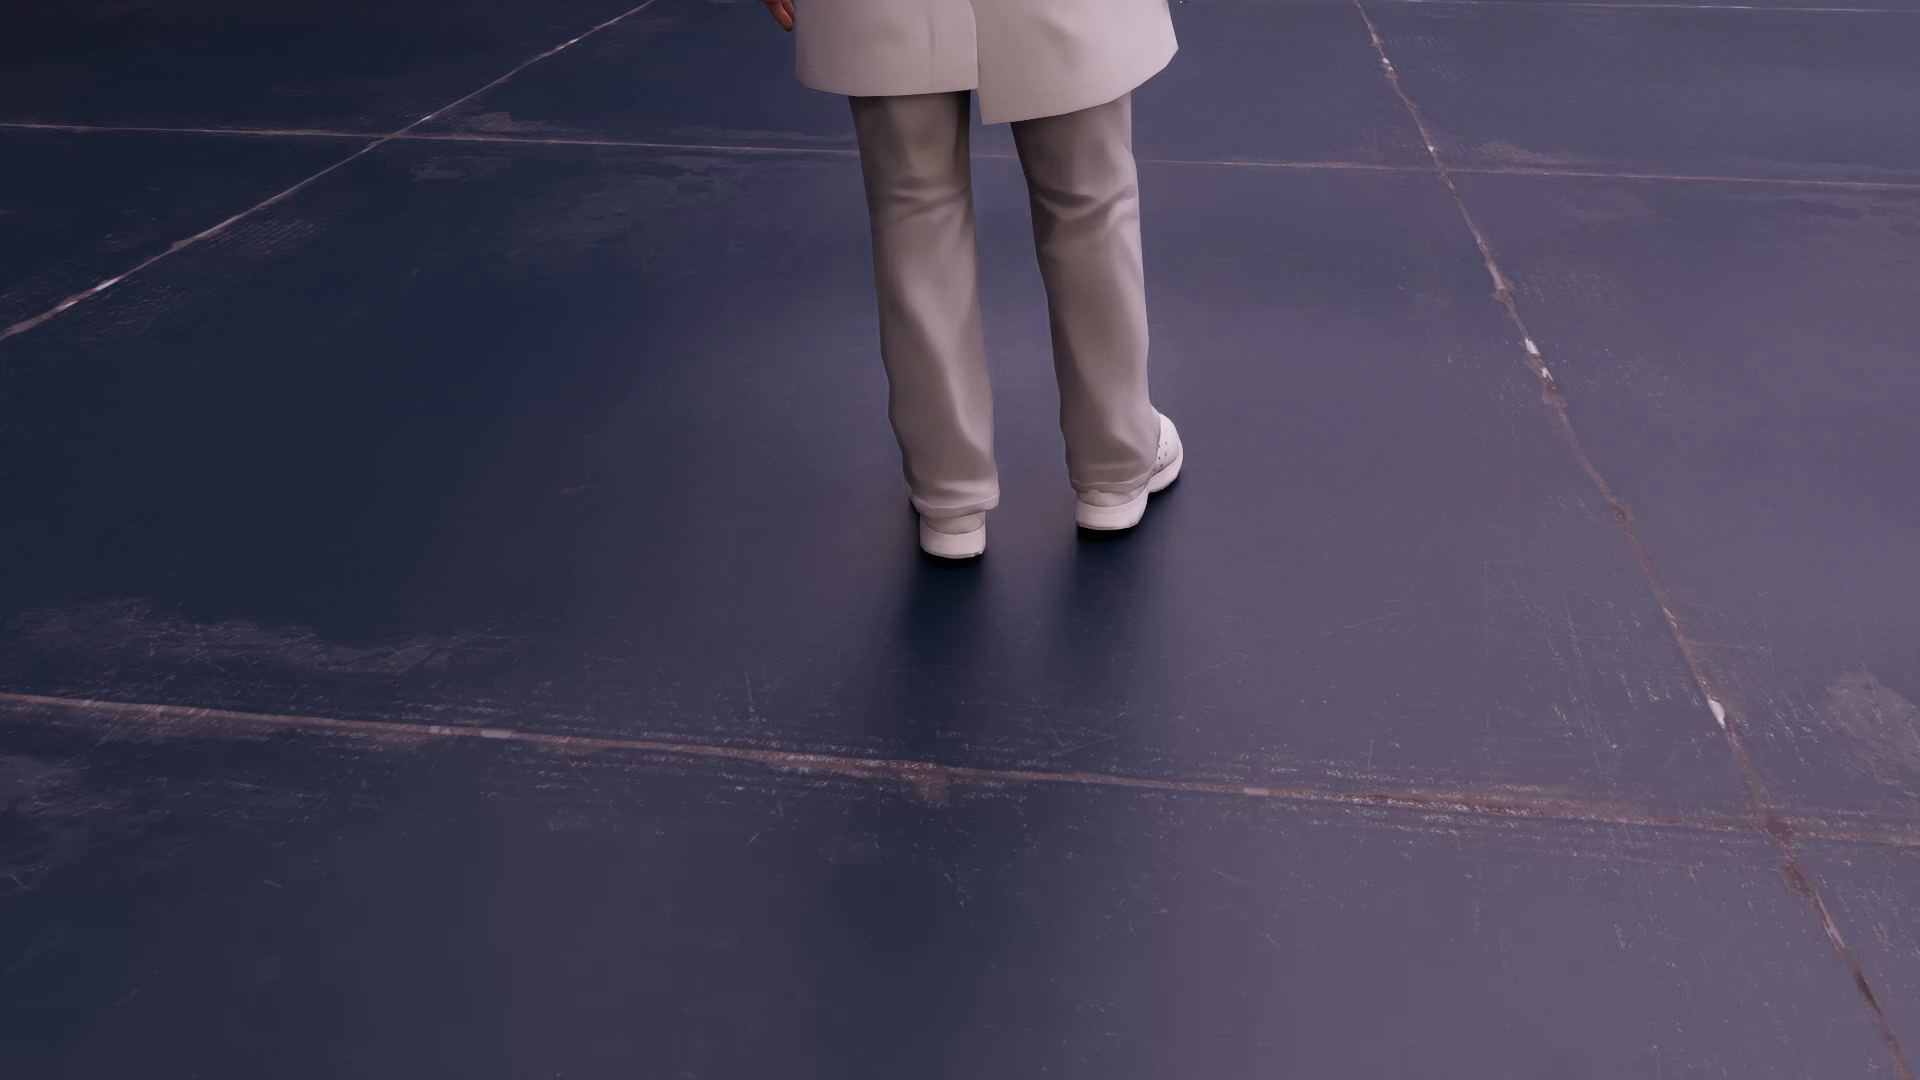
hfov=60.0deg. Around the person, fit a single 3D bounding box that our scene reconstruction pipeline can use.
[{"bbox_3d":[0.017,-0.842,2.179,0.696,1.776,0.581,3,27,7],"label":"person"}]
